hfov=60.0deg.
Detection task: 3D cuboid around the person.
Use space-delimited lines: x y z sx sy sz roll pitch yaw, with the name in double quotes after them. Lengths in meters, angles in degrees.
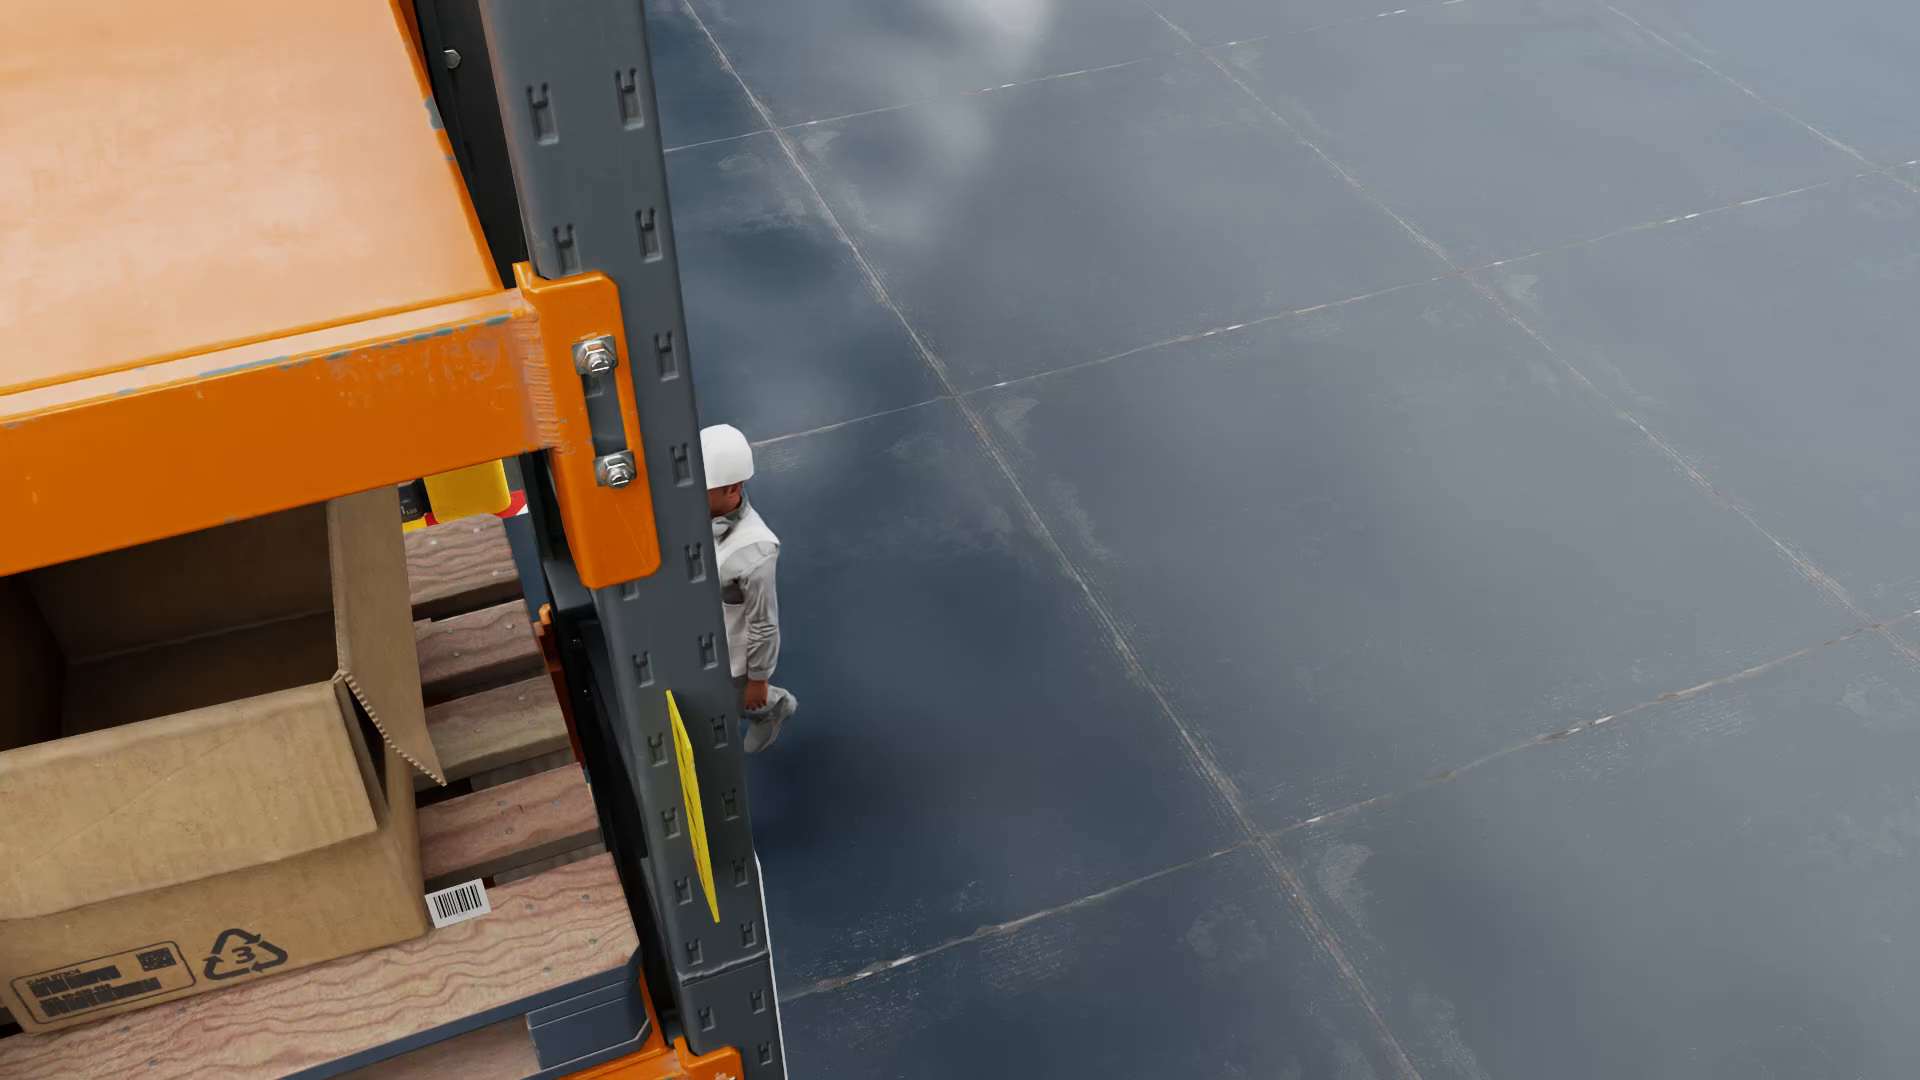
-0.864 0.356 5.719 0.752 1.757 0.549 -24 47 -24 "person"
